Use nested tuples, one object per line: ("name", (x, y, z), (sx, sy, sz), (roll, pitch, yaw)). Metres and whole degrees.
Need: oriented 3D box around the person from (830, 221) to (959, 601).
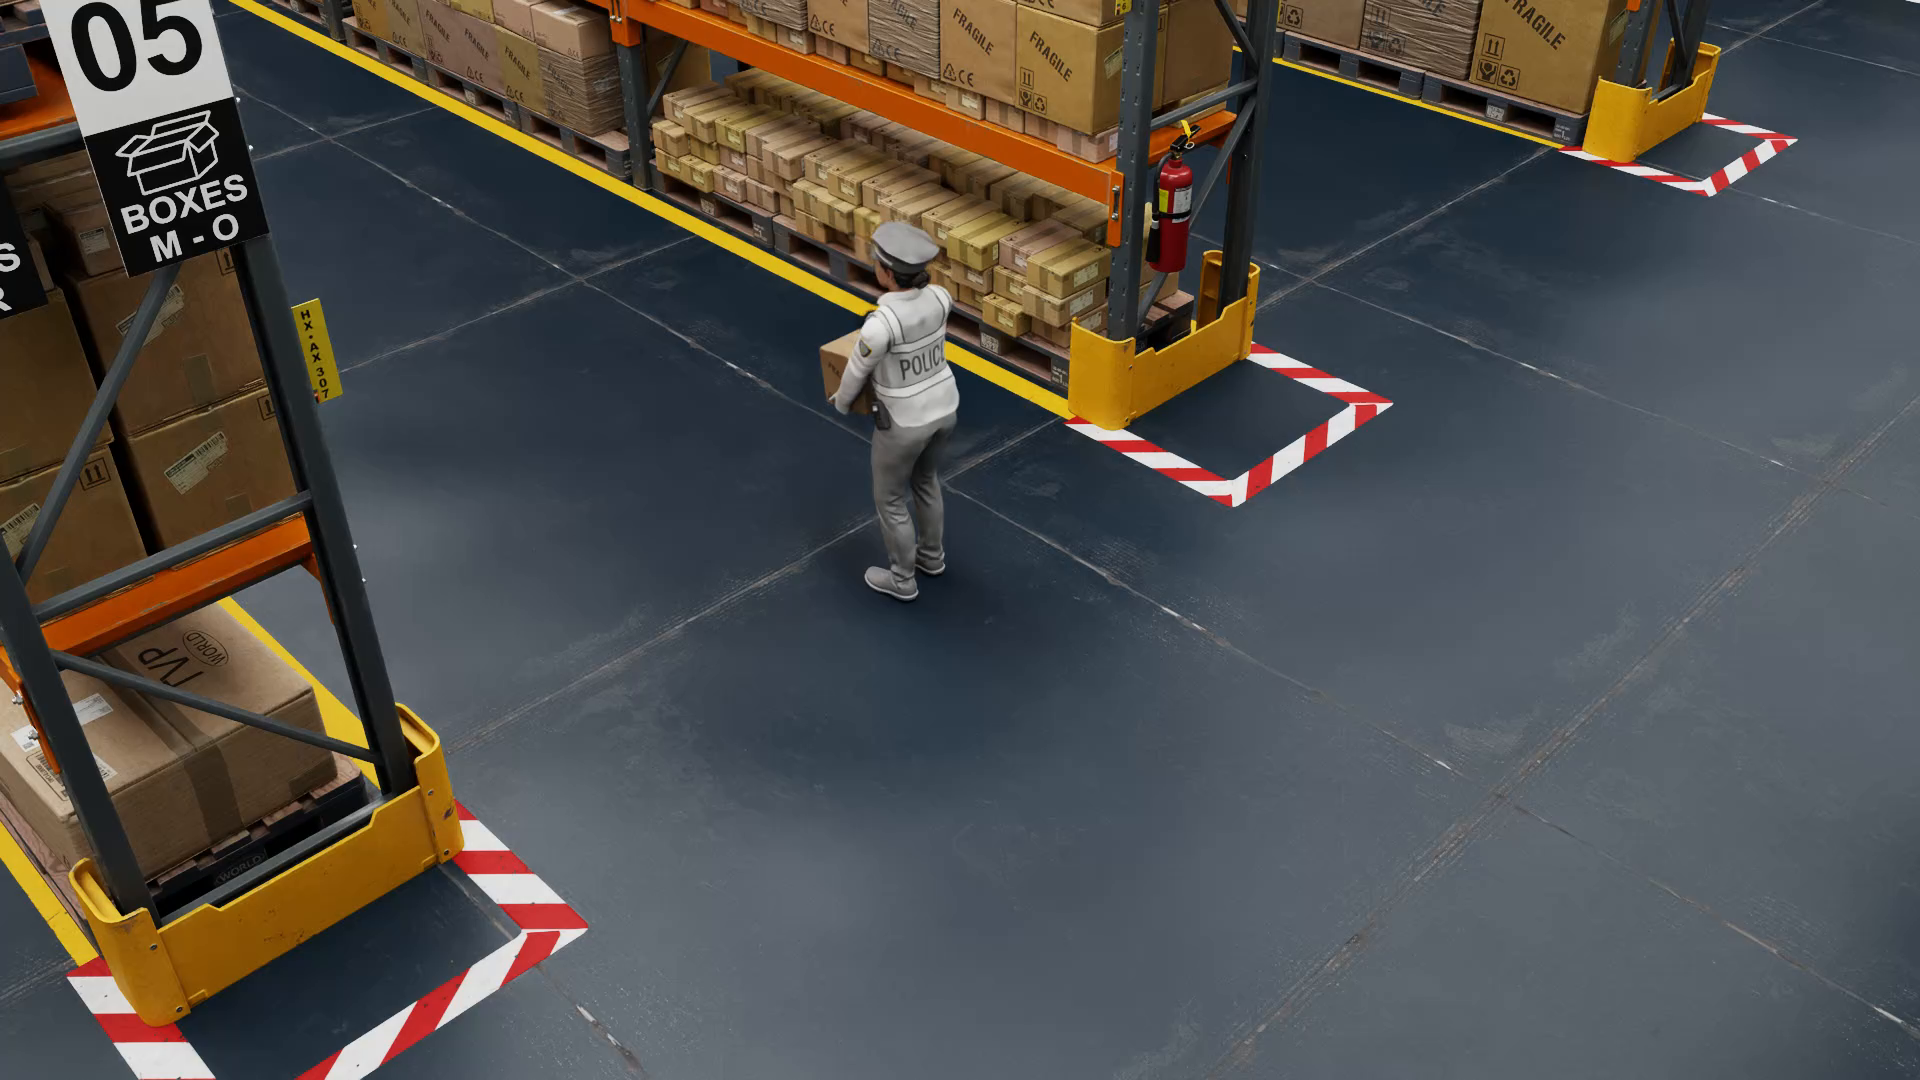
("person", (-0.269, -0.534, 6.882), (0.528, 1.682, 0.417), (29, 45, 34))
